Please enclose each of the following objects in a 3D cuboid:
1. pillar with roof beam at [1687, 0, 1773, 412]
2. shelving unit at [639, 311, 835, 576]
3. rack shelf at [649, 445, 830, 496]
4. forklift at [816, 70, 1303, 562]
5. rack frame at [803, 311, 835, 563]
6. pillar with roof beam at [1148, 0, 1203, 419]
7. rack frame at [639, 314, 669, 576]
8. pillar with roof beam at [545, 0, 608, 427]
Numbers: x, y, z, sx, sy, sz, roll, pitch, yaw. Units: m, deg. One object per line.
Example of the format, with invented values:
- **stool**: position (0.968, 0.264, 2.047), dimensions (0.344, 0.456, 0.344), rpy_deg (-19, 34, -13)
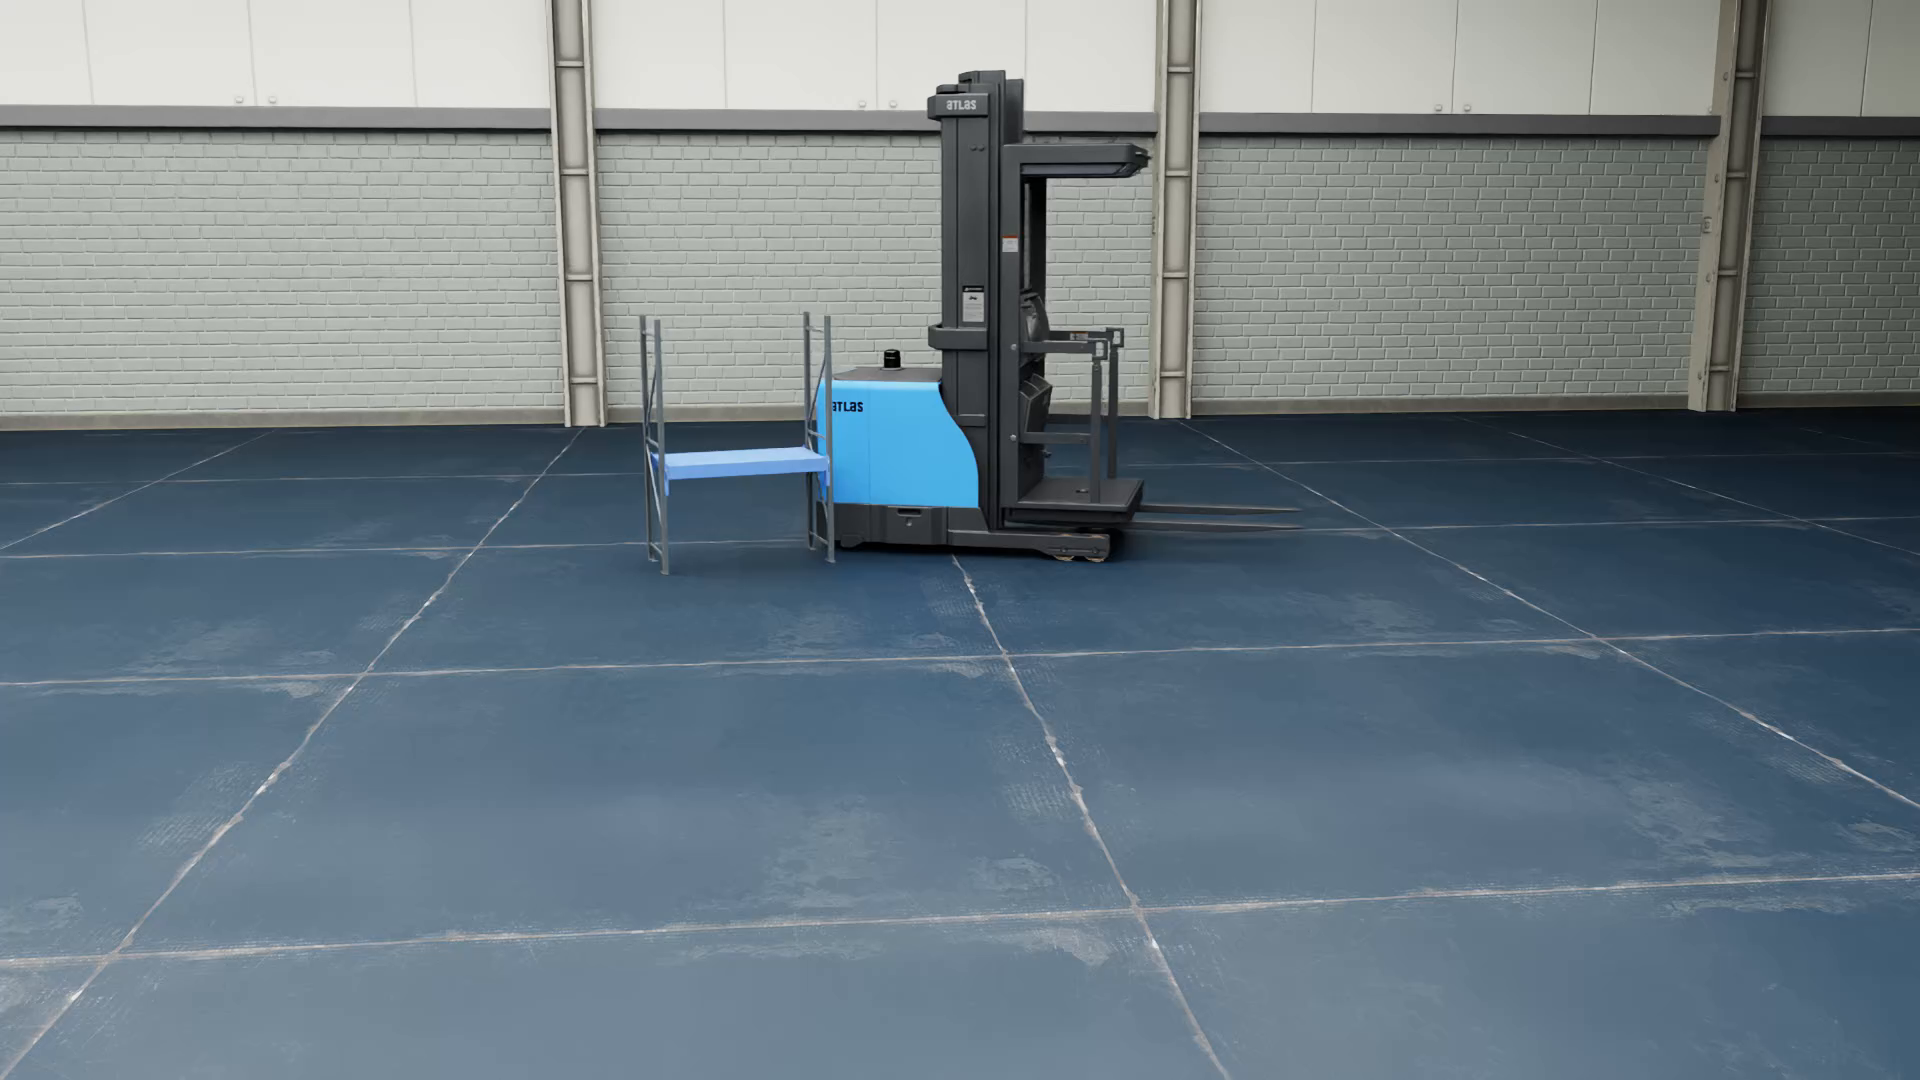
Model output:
- **pillar with roof beam**: position (8.624, -5.006, 13.003), dimensions (0.400, 9.000, 9.100), rpy_deg (-1, 11, -6)
- **shelving unit**: position (-1.345, -0.606, 10.062), dimensions (1.048, 1.500, 0.538), rpy_deg (-4, 12, -21)
- **rack shelf**: position (-1.345, -0.430, 10.097), dimensions (1.000, 0.185, 0.538), rpy_deg (-4, 12, -21)
- **forklift**: position (0.657, -1.413, 10.458), dimensions (3.031, 2.935, 1.130), rpy_deg (2, 11, 11)
- **rack frame**: position (-0.871, -0.641, 10.242), dimensions (0.032, 1.500, 0.500), rpy_deg (-4, 12, -21)
- **pillar with roof beam**: position (2.659, -4.881, 12.367), dimensions (0.400, 9.000, 9.100), rpy_deg (-1, 11, -6)
- **rack frame**: position (-1.819, -0.571, 9.882), dimensions (0.032, 1.500, 0.500), rpy_deg (-4, 12, -21)
- **pillar with roof beam**: position (-3.306, -4.756, 11.731), dimensions (0.400, 9.000, 9.100), rpy_deg (-1, 11, -6)
